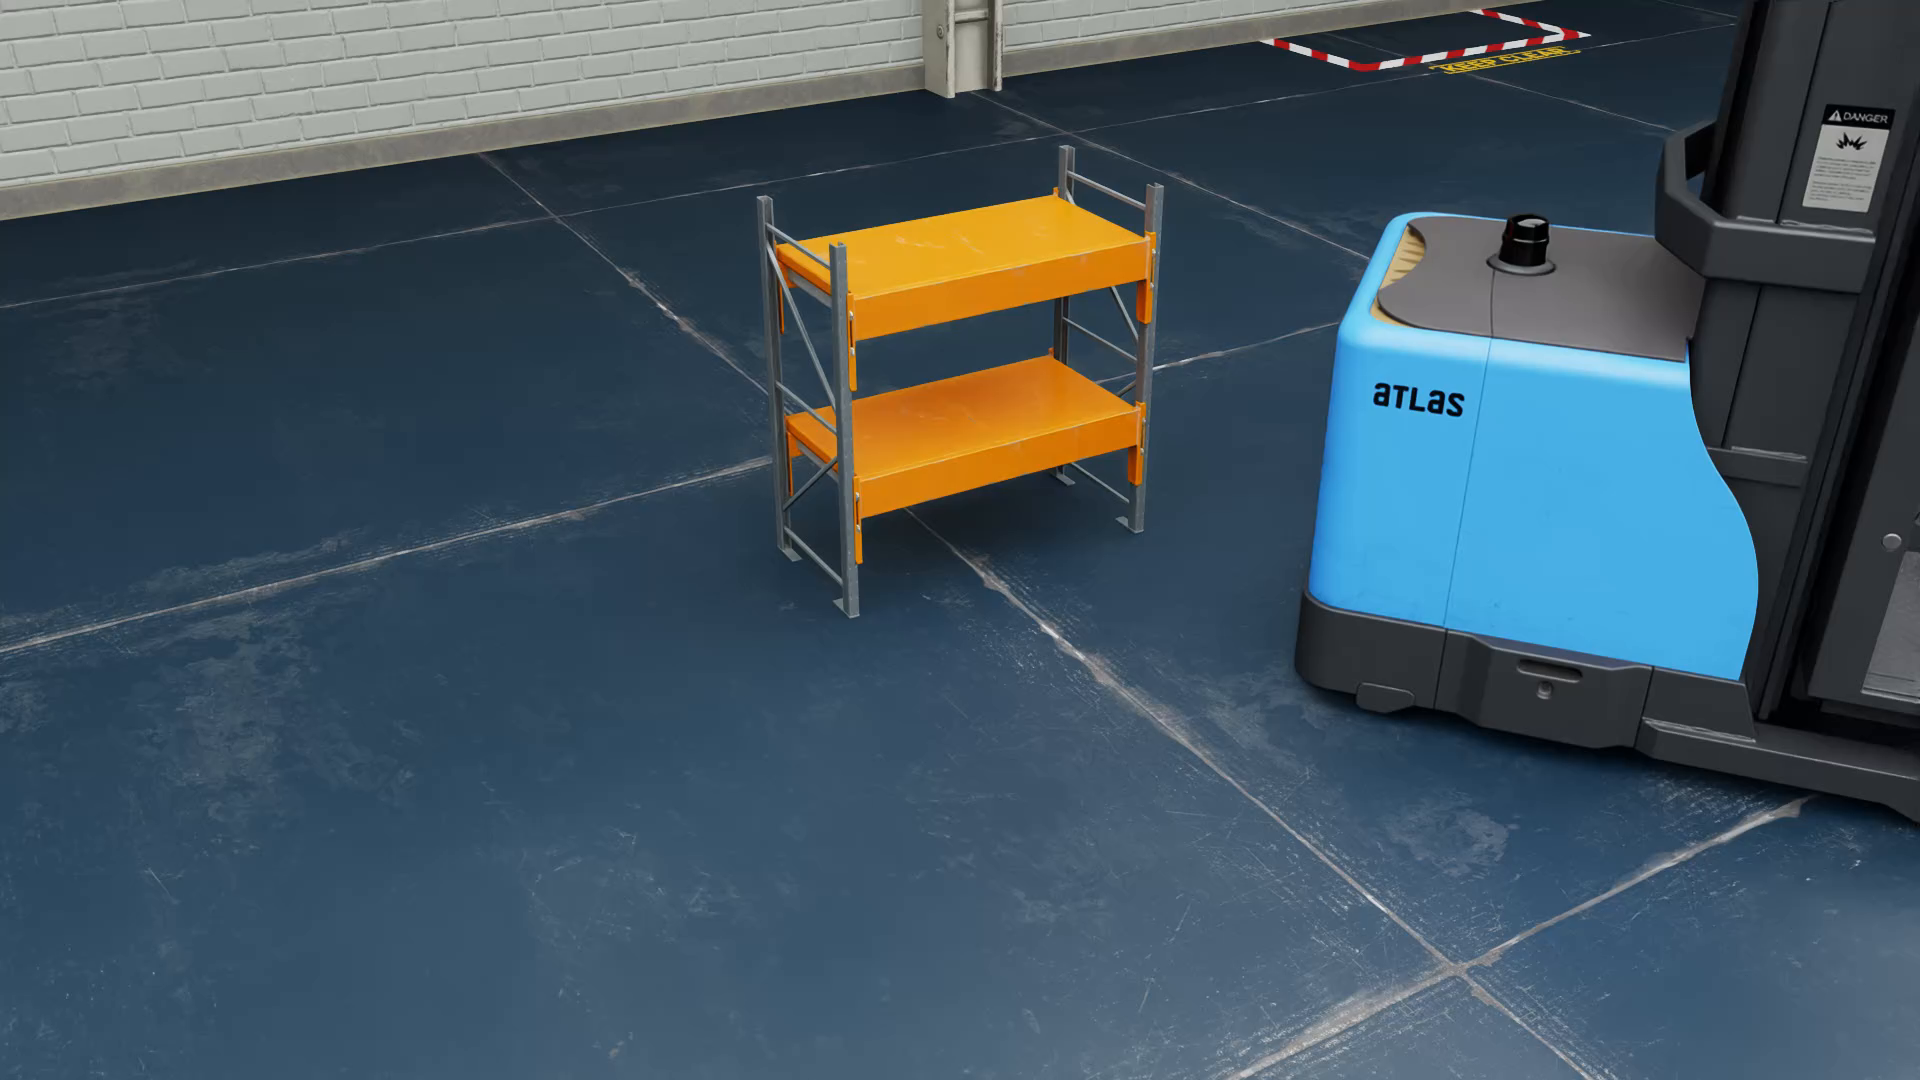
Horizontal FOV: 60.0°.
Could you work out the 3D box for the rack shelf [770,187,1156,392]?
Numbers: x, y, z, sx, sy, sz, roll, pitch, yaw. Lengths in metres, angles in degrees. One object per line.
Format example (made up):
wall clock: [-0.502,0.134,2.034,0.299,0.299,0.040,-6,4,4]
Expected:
rack shelf: [0.006,-0.750,4.840,1.000,0.278,0.538,-16,33,-26]

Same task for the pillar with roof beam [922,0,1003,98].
pillar with roof beam: [2.196,-4.950,4.905,0.400,9.000,9.100,-16,33,-26]

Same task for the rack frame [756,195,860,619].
rack frame: [-0.432,-0.370,4.756,0.032,1.125,0.500,-16,33,-26]

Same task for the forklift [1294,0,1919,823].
forklift: [2.473,-0.827,3.714,3.031,2.935,1.130,10,30,18]

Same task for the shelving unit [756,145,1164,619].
shelving unit: [0.006,-0.494,4.981,1.048,1.125,0.538,-16,33,-26]

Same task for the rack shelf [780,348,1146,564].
rack shelf: [0.006,-0.280,5.099,1.000,0.278,0.538,-16,33,-26]

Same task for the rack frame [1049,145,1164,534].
rack frame: [0.444,-0.619,5.207,0.032,1.125,0.500,-16,33,-26]
